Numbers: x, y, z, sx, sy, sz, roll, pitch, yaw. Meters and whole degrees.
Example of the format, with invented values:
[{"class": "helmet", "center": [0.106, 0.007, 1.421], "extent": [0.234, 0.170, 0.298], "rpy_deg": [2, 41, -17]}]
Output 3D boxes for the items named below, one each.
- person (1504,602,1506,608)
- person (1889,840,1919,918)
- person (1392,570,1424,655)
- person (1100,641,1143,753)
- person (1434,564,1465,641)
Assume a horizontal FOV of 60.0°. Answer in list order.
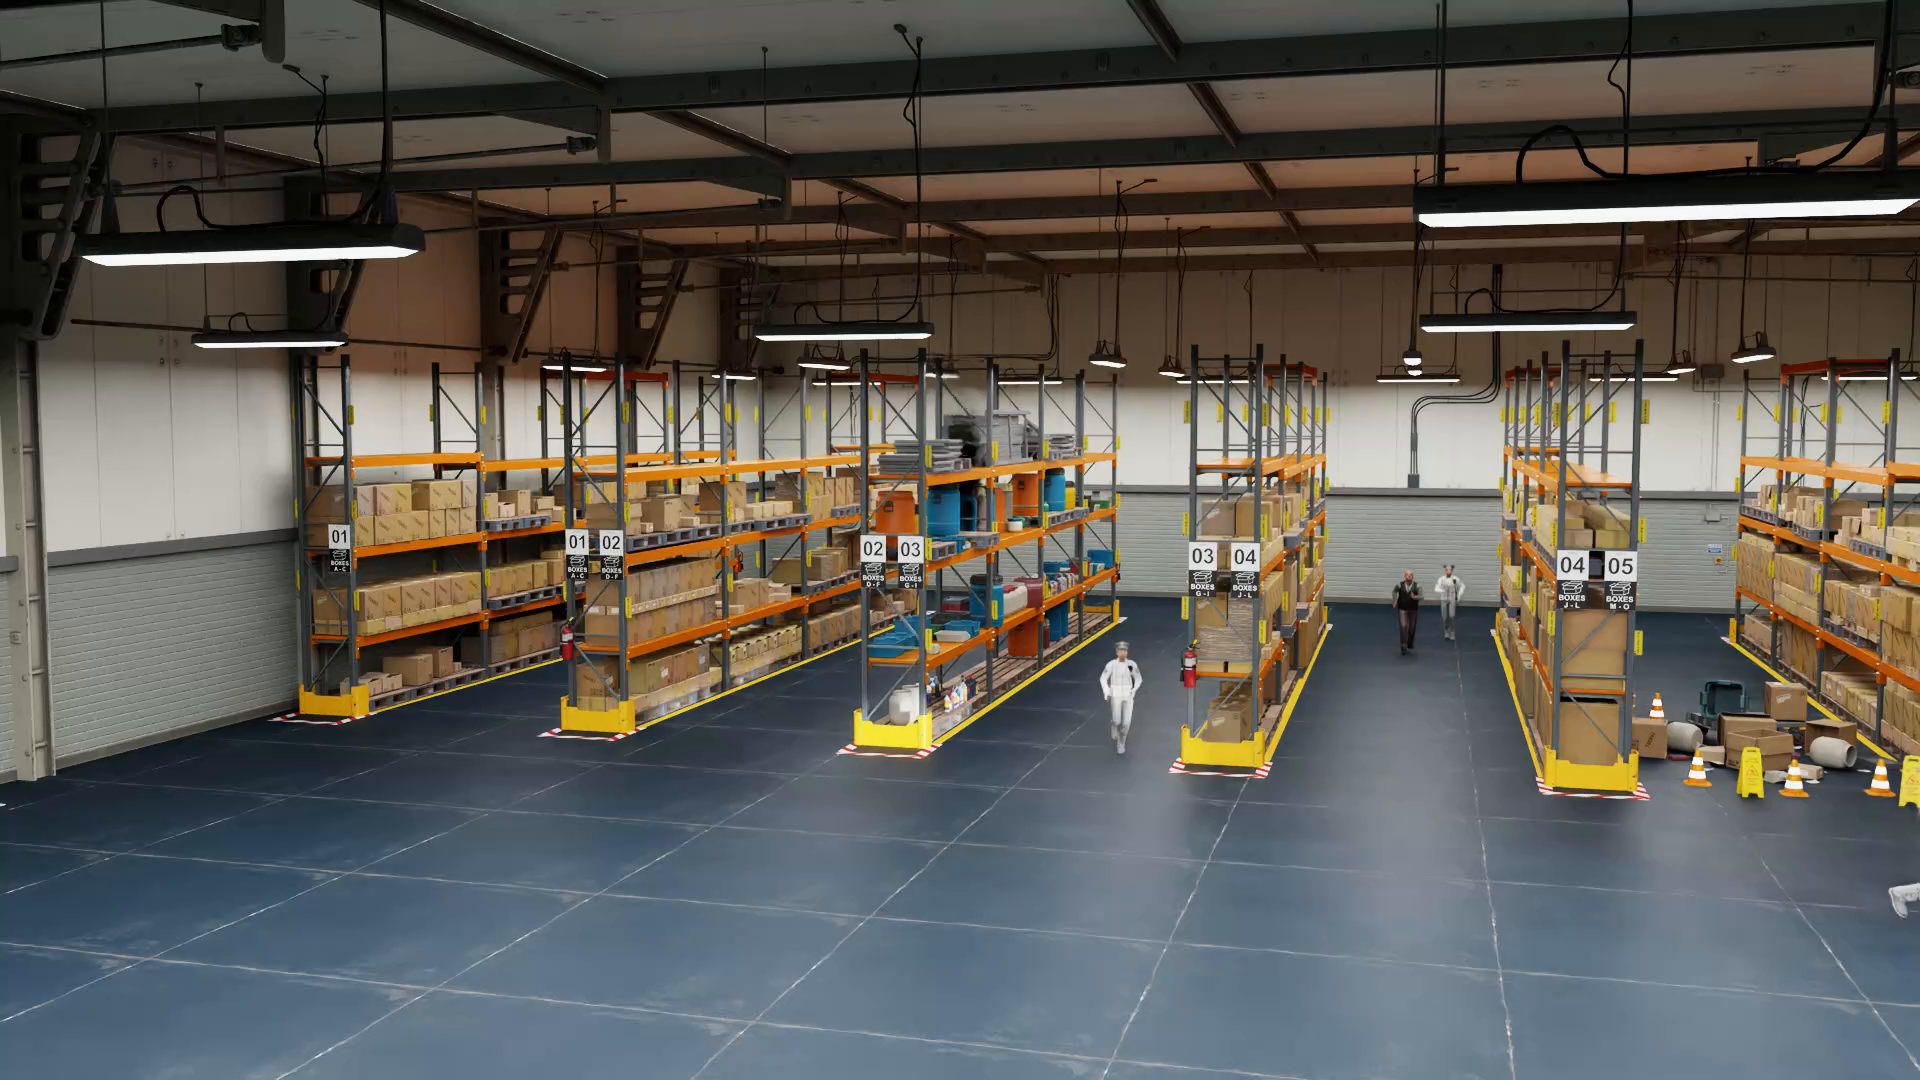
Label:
[{"class": "person", "center": [13.116, 1.267, 39.068], "extent": [0.772, 1.729, 0.808], "rpy_deg": [2, 5, 27]}, {"class": "person", "center": [9.407, 3.002, 15.963], "extent": [0.630, 1.660, 0.857], "rpy_deg": [-3, 5, -31]}, {"class": "person", "center": [9.422, 1.498, 34.962], "extent": [0.649, 1.730, 0.938], "rpy_deg": [1, 4, 12]}, {"class": "person", "center": [2.414, 2.333, 24.832], "extent": [0.629, 1.670, 0.550], "rpy_deg": [0, 4, -1]}, {"class": "person", "center": [10.909, 1.383, 37.114], "extent": [0.623, 1.717, 0.667], "rpy_deg": [2, 5, 24]}]
